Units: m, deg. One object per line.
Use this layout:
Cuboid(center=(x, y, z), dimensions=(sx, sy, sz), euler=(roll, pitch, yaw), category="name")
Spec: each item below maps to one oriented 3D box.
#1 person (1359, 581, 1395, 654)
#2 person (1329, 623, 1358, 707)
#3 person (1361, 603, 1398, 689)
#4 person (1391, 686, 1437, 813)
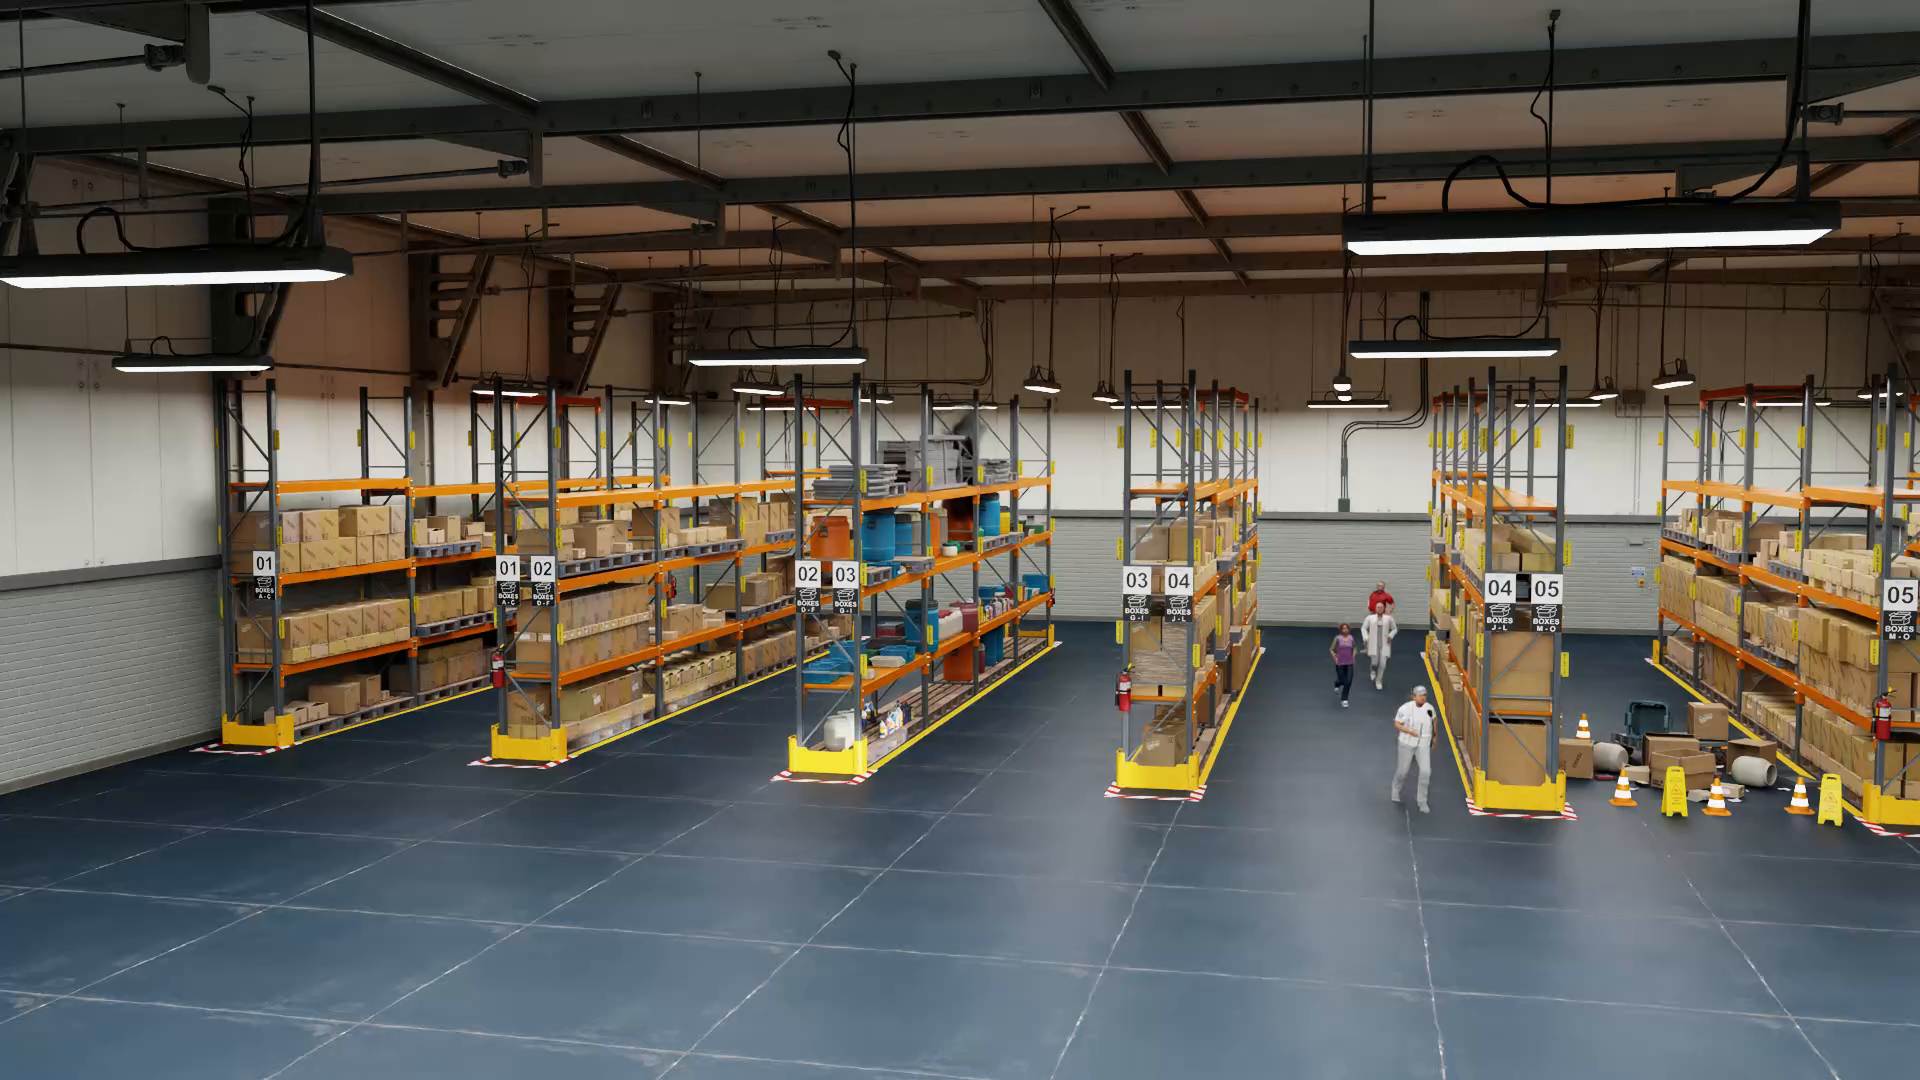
Cuboid(center=(9.788, 1.813, 38.952), dimensions=(0.849, 1.695, 0.720), euler=(-2, 4, -35), category="person")
Cuboid(center=(7.260, 2.345, 31.454), dimensions=(0.537, 1.561, 0.590), euler=(0, 3, -2), category="person")
Cuboid(center=(8.490, 2.129, 33.653), dimensions=(0.720, 1.733, 0.635), euler=(1, 4, 13), category="person")
Cuboid(center=(6.218, 2.828, 22.664), dimensions=(0.637, 1.719, 0.762), euler=(0, 3, 0), category="person")
